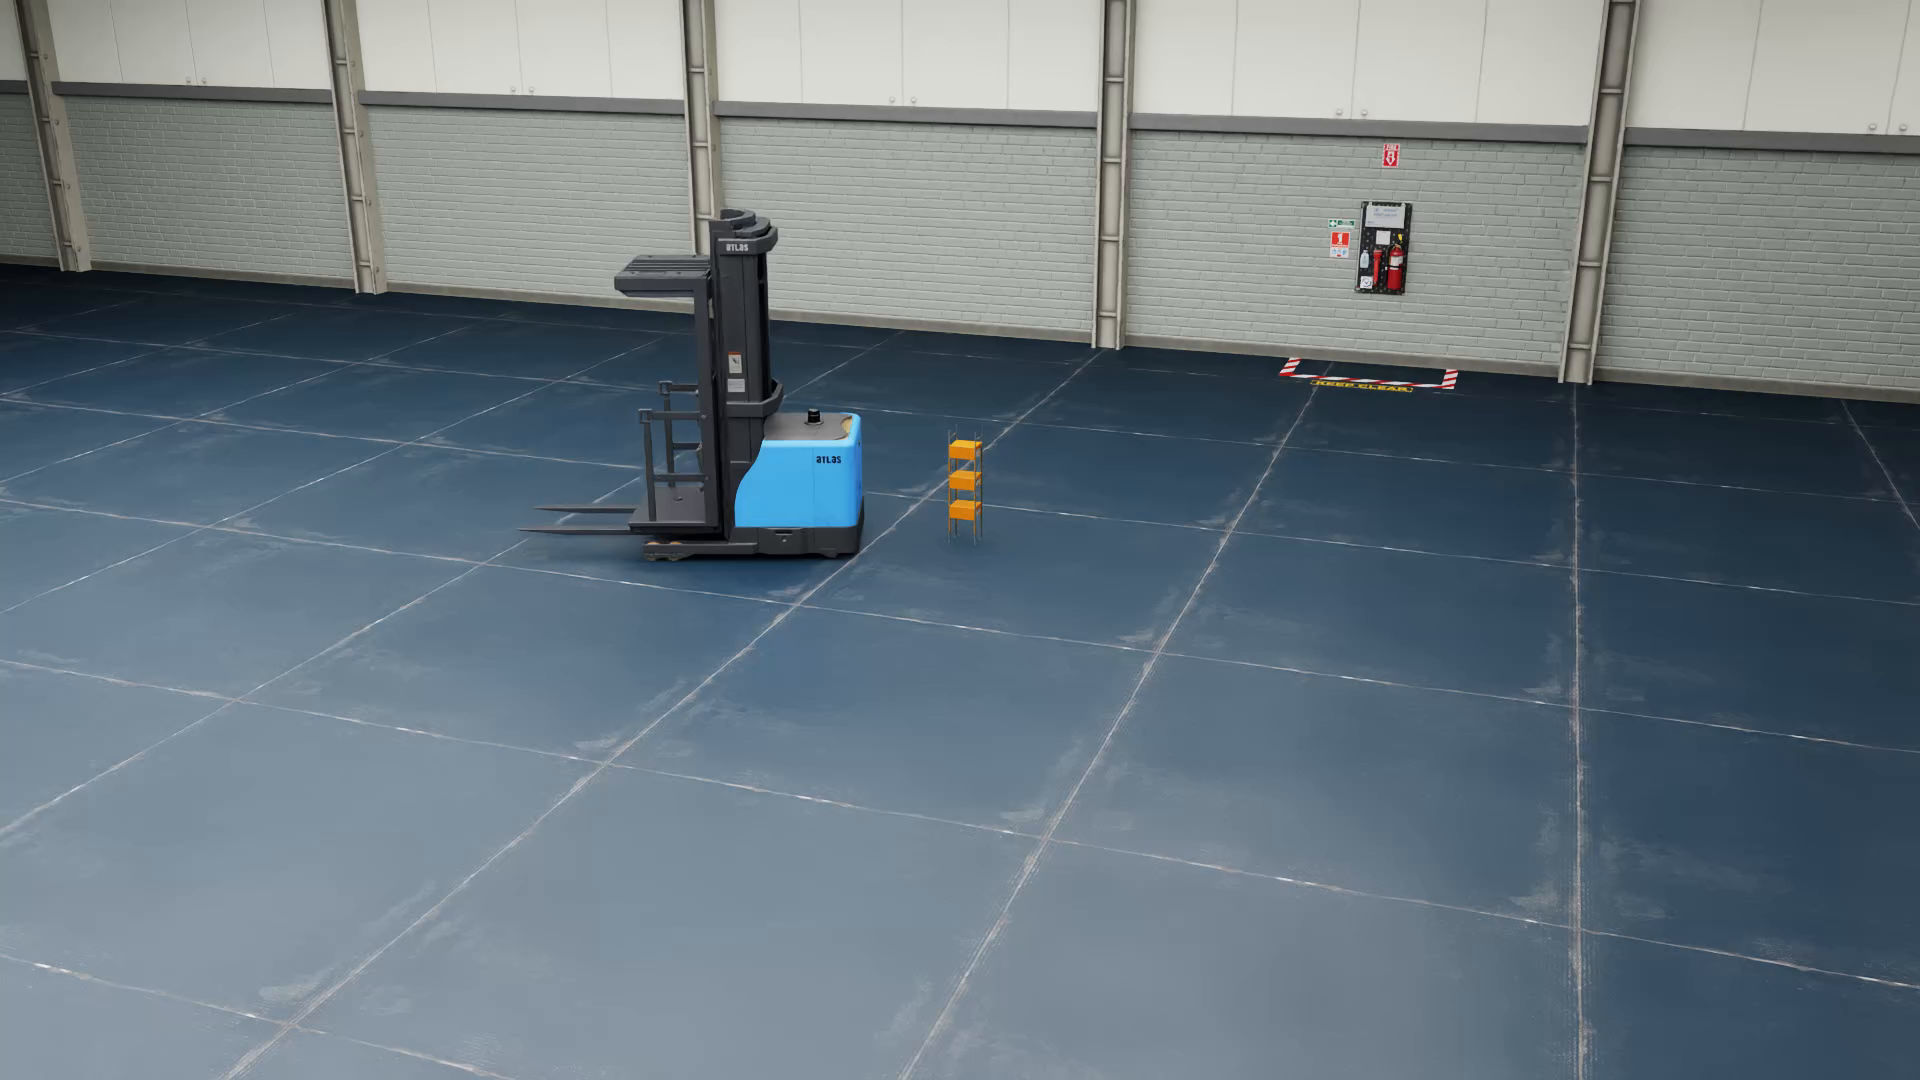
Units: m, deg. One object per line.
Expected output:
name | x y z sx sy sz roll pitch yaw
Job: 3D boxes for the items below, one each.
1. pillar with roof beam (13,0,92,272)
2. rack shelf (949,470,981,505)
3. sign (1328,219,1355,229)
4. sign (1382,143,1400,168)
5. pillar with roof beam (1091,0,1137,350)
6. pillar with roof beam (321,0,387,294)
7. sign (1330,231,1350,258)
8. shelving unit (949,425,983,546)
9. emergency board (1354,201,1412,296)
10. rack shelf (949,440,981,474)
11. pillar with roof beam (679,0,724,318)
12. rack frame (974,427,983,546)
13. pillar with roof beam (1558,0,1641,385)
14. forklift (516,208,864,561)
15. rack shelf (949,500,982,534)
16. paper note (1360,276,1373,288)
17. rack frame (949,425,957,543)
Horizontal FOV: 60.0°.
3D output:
pillar with roof beam | -16.398 -7.491 22.896 0.400 9.000 9.100 7 20 18
rack shelf | 0.051 -0.480 14.890 0.240 0.259 0.215 7 20 18
sign | 4.877 -4.039 21.246 0.331 0.109 0.001 7 20 18
sign | 5.389 -4.810 20.795 0.199 0.298 0.001 7 20 18
pillar with roof beam | 0.605 -5.547 17.318 0.400 9.000 9.100 7 20 18
pillar with roof beam | -10.730 -6.843 21.036 0.400 9.000 9.100 7 20 18
sign | 4.876 -3.792 21.343 0.234 0.329 0.001 7 20 18
shelving unit | 0.051 -0.490 14.887 0.252 1.050 0.215 7 20 18
emergency board | 5.364 -3.683 21.086 0.643 1.169 0.194 7 20 18
rack shelf | 0.051 -0.748 14.797 0.240 0.259 0.215 7 20 18
pillar with roof beam | -5.062 -6.195 19.177 0.400 9.000 9.100 7 20 18
rack frame | 0.166 -0.477 14.849 0.008 1.050 0.200 7 20 18
pillar with roof beam | 6.273 -4.899 15.458 0.400 9.000 9.100 7 20 18
forklift | -2.405 -1.376 14.569 3.031 2.935 1.130 0 19 0
rack shelf | 0.051 -0.218 14.982 0.240 0.259 0.215 7 20 18
paper note | 5.219 -3.308 21.347 0.142 0.148 0.016 7 20 18
rack frame | -0.065 -0.503 14.925 0.008 1.050 0.200 7 20 18
